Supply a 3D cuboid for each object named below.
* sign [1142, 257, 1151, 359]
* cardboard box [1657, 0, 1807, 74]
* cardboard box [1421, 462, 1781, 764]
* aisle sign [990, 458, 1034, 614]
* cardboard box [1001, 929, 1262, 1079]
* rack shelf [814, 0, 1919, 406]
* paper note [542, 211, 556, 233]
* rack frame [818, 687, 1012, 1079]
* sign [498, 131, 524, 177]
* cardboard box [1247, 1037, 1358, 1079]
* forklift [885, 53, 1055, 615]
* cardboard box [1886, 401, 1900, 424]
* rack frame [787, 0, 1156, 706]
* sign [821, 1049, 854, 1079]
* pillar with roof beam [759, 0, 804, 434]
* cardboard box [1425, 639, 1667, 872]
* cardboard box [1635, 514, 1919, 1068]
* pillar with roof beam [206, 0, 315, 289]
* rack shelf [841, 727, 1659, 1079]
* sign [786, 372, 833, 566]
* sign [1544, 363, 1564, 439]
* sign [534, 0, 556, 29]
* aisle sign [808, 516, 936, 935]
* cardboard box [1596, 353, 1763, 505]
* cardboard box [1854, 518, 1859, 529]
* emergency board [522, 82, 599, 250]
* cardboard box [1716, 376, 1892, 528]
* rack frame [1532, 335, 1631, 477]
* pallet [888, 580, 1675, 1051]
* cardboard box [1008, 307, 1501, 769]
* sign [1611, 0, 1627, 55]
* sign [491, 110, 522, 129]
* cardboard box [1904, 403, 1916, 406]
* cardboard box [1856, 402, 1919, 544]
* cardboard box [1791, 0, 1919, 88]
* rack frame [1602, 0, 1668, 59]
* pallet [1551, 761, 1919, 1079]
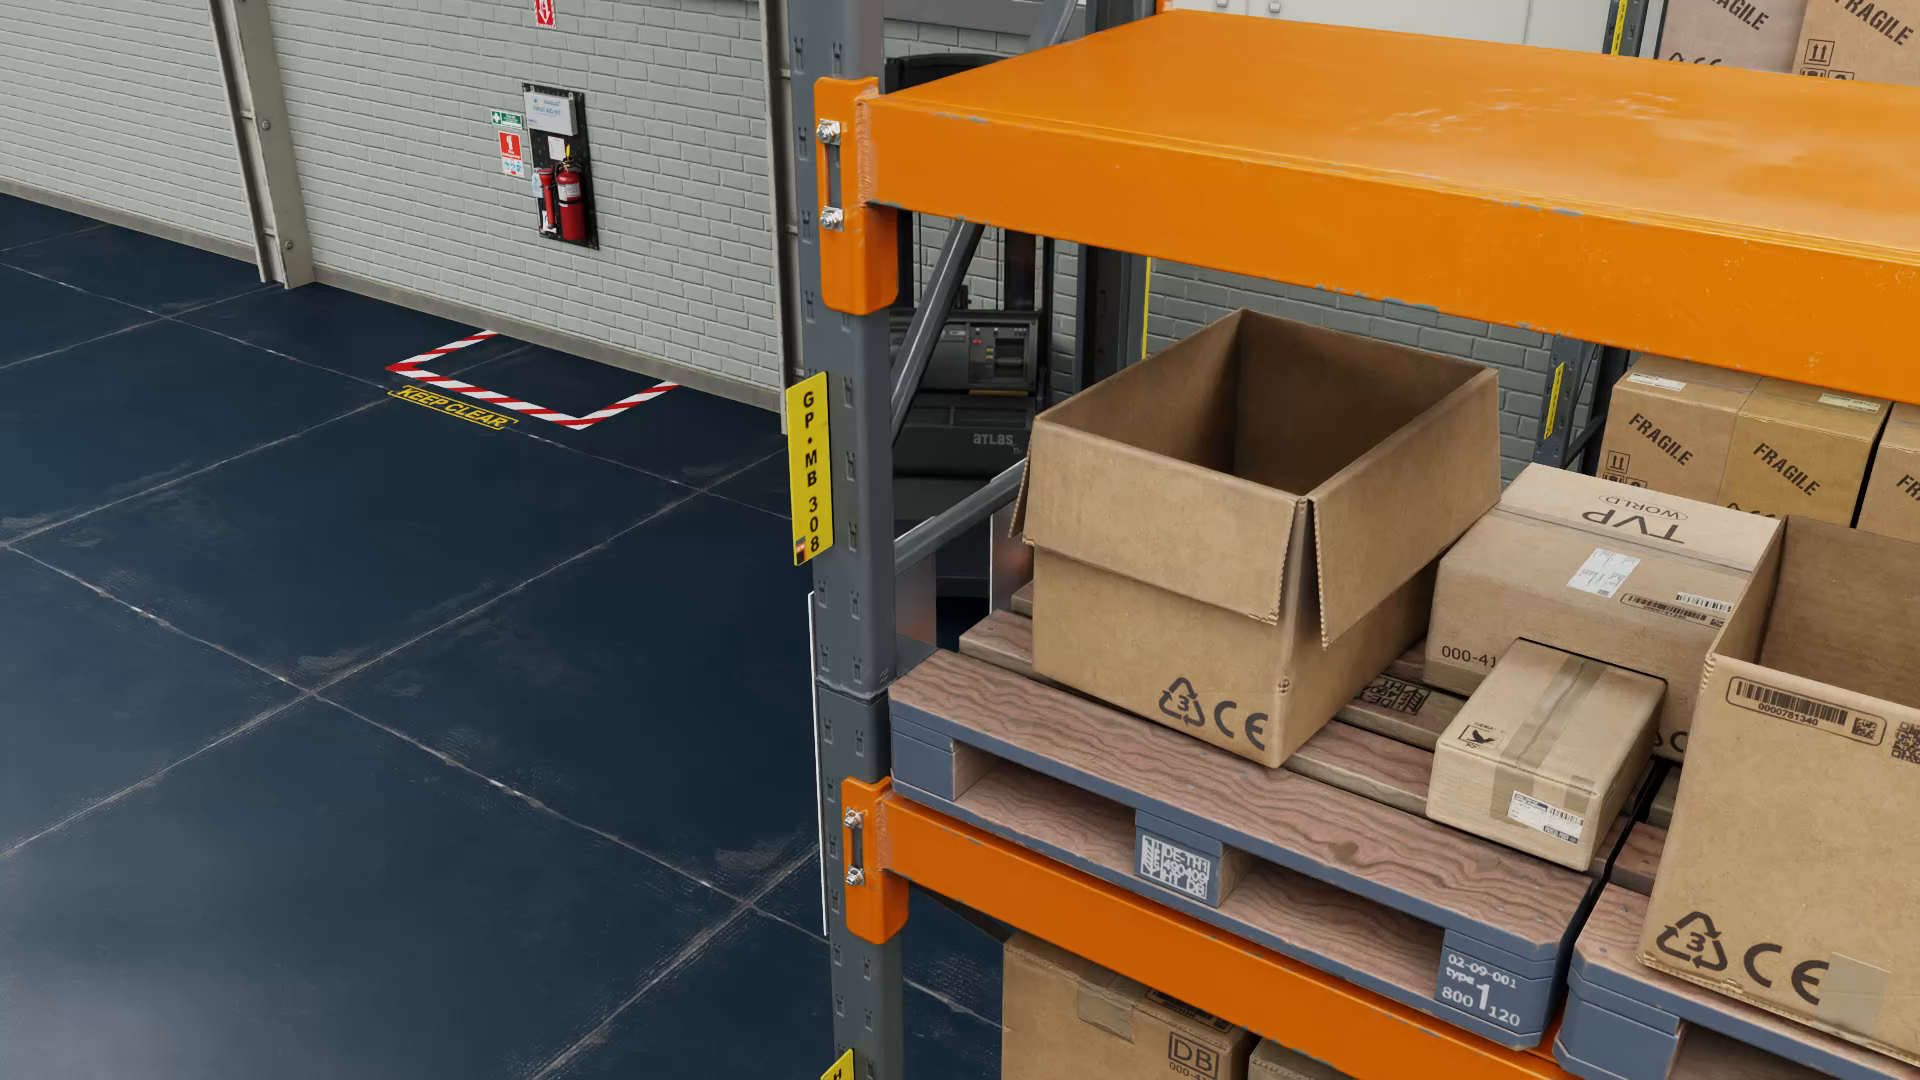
[{"bbox_3d":[0.384,-0.458,3.646,0.005,0.325,0.100,17,32,30],"label":"sign"},{"bbox_3d":[3.047,-2.062,6.452,0.500,0.500,0.500,15,31,27],"label":"cardboard box"},{"bbox_3d":[1.164,0.115,2.957,0.500,0.250,0.500,17,32,30],"label":"cardboard box"},{"bbox_3d":[0.178,0.152,3.777,0.004,0.787,0.394,17,32,30],"label":"aisle sign"},{"bbox_3d":[0.487,0.953,3.530,0.500,0.500,0.700,17,32,30],"label":"cardboard box"},{"bbox_3d":[1.714,-0.224,2.002,4.000,0.370,1.077,17,32,30],"label":"rack shelf"},{"bbox_3d":[-3.134,-2.427,12.684,0.142,0.148,0.016,17,32,30],"label":"paper note"},{"bbox_3d":[0.065,1.438,4.118,0.127,3.000,1.000,17,32,30],"label":"rack frame"},{"bbox_3d":[-3.425,-2.945,12.691,0.234,0.329,0.001,17,32,30],"label":"sign"},{"bbox_3d":[0.923,1.086,3.268,0.500,0.500,0.700,16,31,29],"label":"cardboard box"},{"bbox_3d":[-0.051,-1.002,8.988,1.130,2.935,3.031,2,27,4],"label":"forklift"},{"bbox_3d":[3.785,-0.517,7.276,0.500,0.500,0.500,18,32,31],"label":"cardboard box"},{"bbox_3d":[0.065,-1.236,2.757,0.127,3.000,1.000,17,32,30],"label":"rack frame"},{"bbox_3d":[-0.254,1.222,3.499,0.005,0.325,0.100,17,32,30],"label":"sign"},{"bbox_3d":[-3.449,-3.164,6.546,0.400,9.000,9.100,17,32,30],"label":"pillar with roof beam"},{"bbox_3d":[0.935,0.331,2.645,0.250,0.149,0.380,17,32,30],"label":"cardboard box"},{"bbox_3d":[1.280,0.335,2.249,0.500,0.500,0.500,17,32,30],"label":"cardboard box"},{"bbox_3d":[-8.395,-4.705,9.573,0.400,9.000,9.100,17,32,30],"label":"pillar with roof beam"},{"bbox_3d":[1.714,0.935,2.592,4.000,0.370,1.077,17,32,30],"label":"rack shelf"},{"bbox_3d":[-0.254,-0.118,2.817,0.005,0.325,0.100,17,32,30],"label":"sign"},{"bbox_3d":[2.560,-0.598,7.164,0.005,0.325,0.100,17,32,30],"label":"sign"},{"bbox_3d":[-2.978,-3.821,11.895,0.199,0.298,0.001,17,32,30],"label":"sign"},{"bbox_3d":[-0.162,0.377,3.337,0.004,0.787,0.394,17,32,30],"label":"aisle sign"},{"bbox_3d":[3.090,-0.457,7.157,0.500,0.500,0.500,17,32,30],"label":"cardboard box"},{"bbox_3d":[3.526,0.015,7.058,0.500,0.250,0.500,16,31,29],"label":"cardboard box"},{"bbox_3d":[-3.027,-2.749,12.344,0.643,1.169,0.194,17,32,30],"label":"emergency board"},{"bbox_3d":[3.492,-0.326,6.900,0.500,0.500,0.500,17,32,30],"label":"cardboard box"},{"bbox_3d":[2.867,-0.415,7.759,0.127,3.000,1.000,17,32,30],"label":"rack frame"},{"bbox_3d":[0.634,0.331,3.082,1.213,0.211,1.003,17,32,30],"label":"pallet"},{"bbox_3d":[0.537,-0.046,2.994,0.637,0.503,0.797,20,33,34],"label":"cardboard box"},{"bbox_3d":[2.560,-1.939,6.482,0.005,0.325,0.100,17,32,30],"label":"sign"},{"bbox_3d":[-3.426,-3.177,12.561,0.331,0.109,0.001,17,32,30],"label":"sign"},{"bbox_3d":[4.214,-0.386,7.018,0.500,0.500,0.500,16,31,29],"label":"cardboard box"},{"bbox_3d":[3.914,-0.191,6.635,0.500,0.500,0.500,16,31,29],"label":"cardboard box"},{"bbox_3d":[3.432,-1.914,6.162,0.500,0.500,0.500,17,31,30],"label":"cardboard box"},{"bbox_3d":[2.867,-3.089,6.398,0.127,3.000,1.000,17,32,30],"label":"rack frame"},{"bbox_3d":[1.643,0.644,2.467,1.213,0.211,1.003,17,32,30],"label":"pallet"}]
